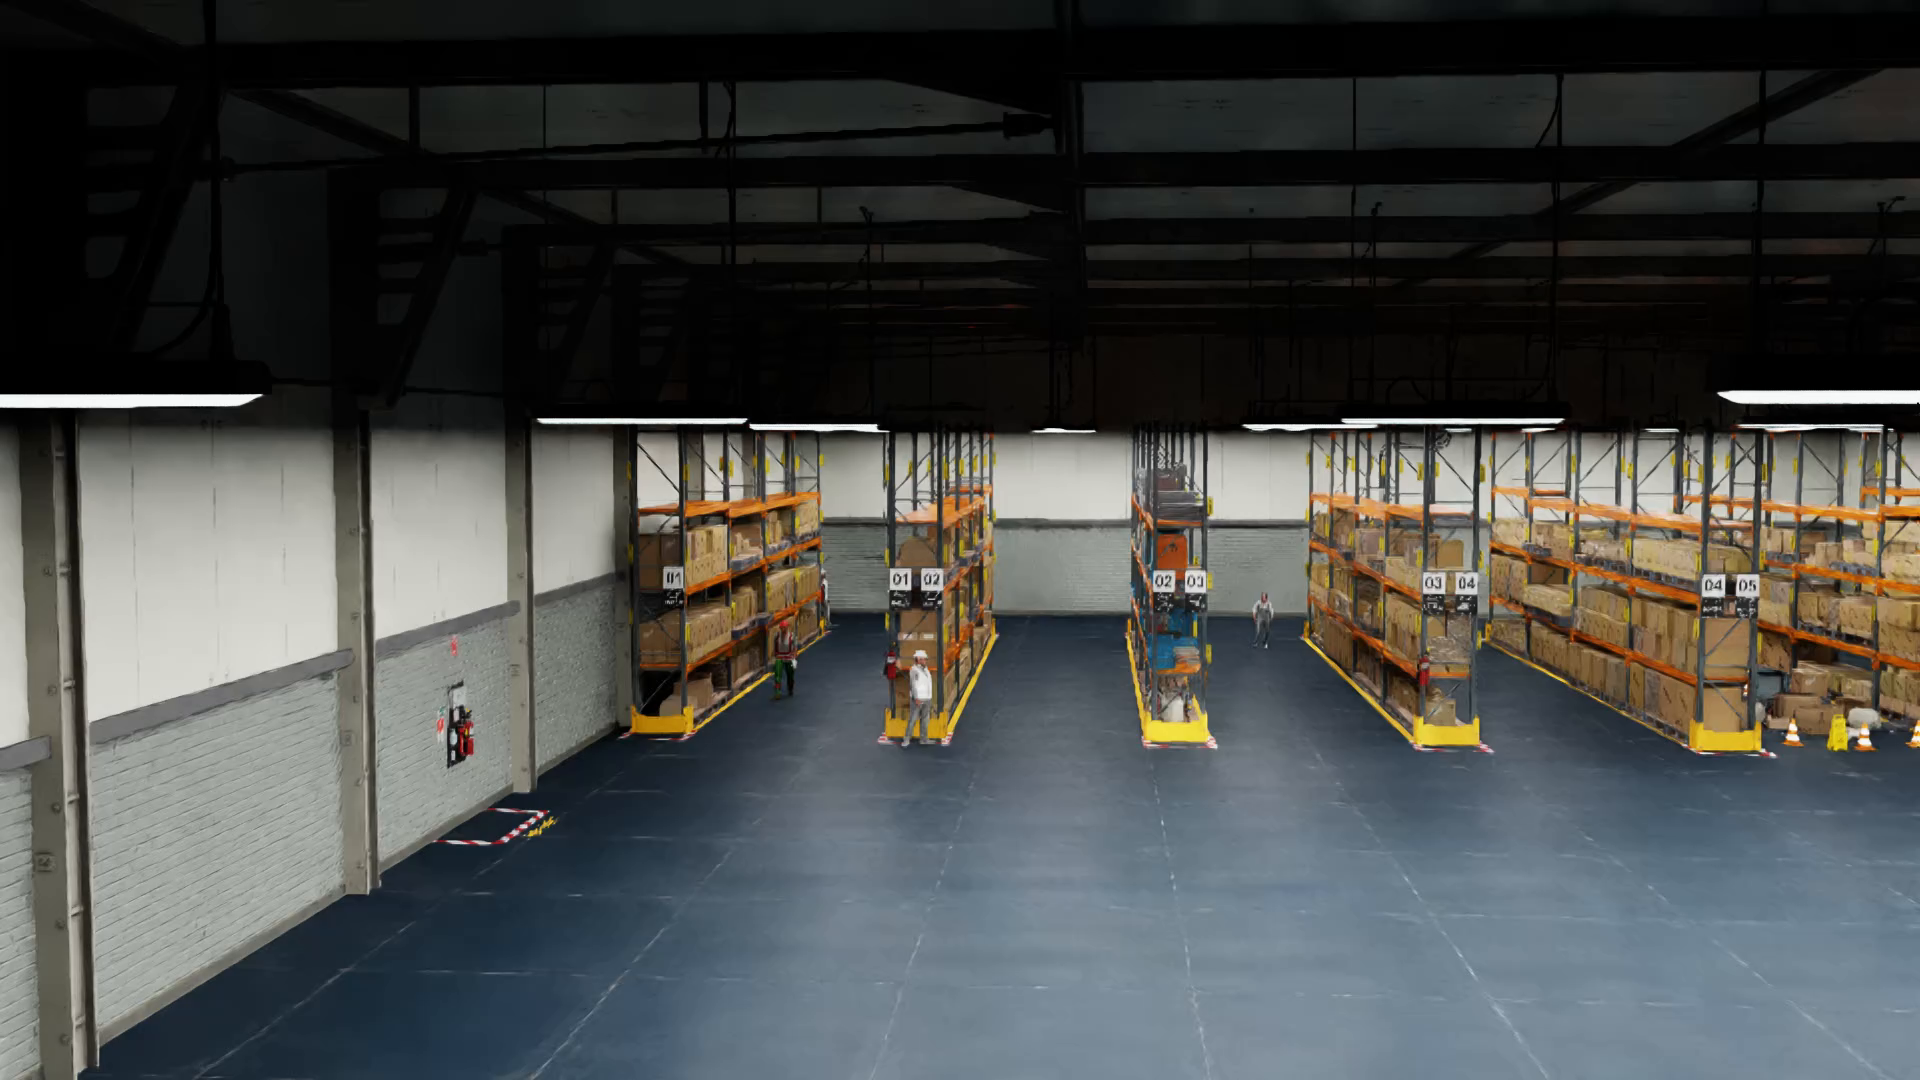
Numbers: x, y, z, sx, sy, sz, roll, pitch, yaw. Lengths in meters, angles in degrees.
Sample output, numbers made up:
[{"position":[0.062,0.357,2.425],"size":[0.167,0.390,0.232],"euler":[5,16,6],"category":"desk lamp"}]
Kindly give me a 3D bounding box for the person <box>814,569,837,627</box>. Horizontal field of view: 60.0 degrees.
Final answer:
[{"position":[-4.077,1.720,49.152],"size":[0.535,1.754,0.704],"euler":[3,5,41],"category":"person"}]

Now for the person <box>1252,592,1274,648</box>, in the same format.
[{"position":[8.104,2.144,44.511],"size":[0.566,1.541,0.519],"euler":[0,4,2],"category":"person"}]

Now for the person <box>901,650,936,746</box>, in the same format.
[{"position":[-0.786,2.903,30.579],"size":[0.441,1.771,0.690],"euler":[3,4,36],"category":"person"}]

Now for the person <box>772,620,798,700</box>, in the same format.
[{"position":[-3.800,2.571,36.069],"size":[0.550,1.709,1.128],"euler":[0,4,3],"category":"person"}]
